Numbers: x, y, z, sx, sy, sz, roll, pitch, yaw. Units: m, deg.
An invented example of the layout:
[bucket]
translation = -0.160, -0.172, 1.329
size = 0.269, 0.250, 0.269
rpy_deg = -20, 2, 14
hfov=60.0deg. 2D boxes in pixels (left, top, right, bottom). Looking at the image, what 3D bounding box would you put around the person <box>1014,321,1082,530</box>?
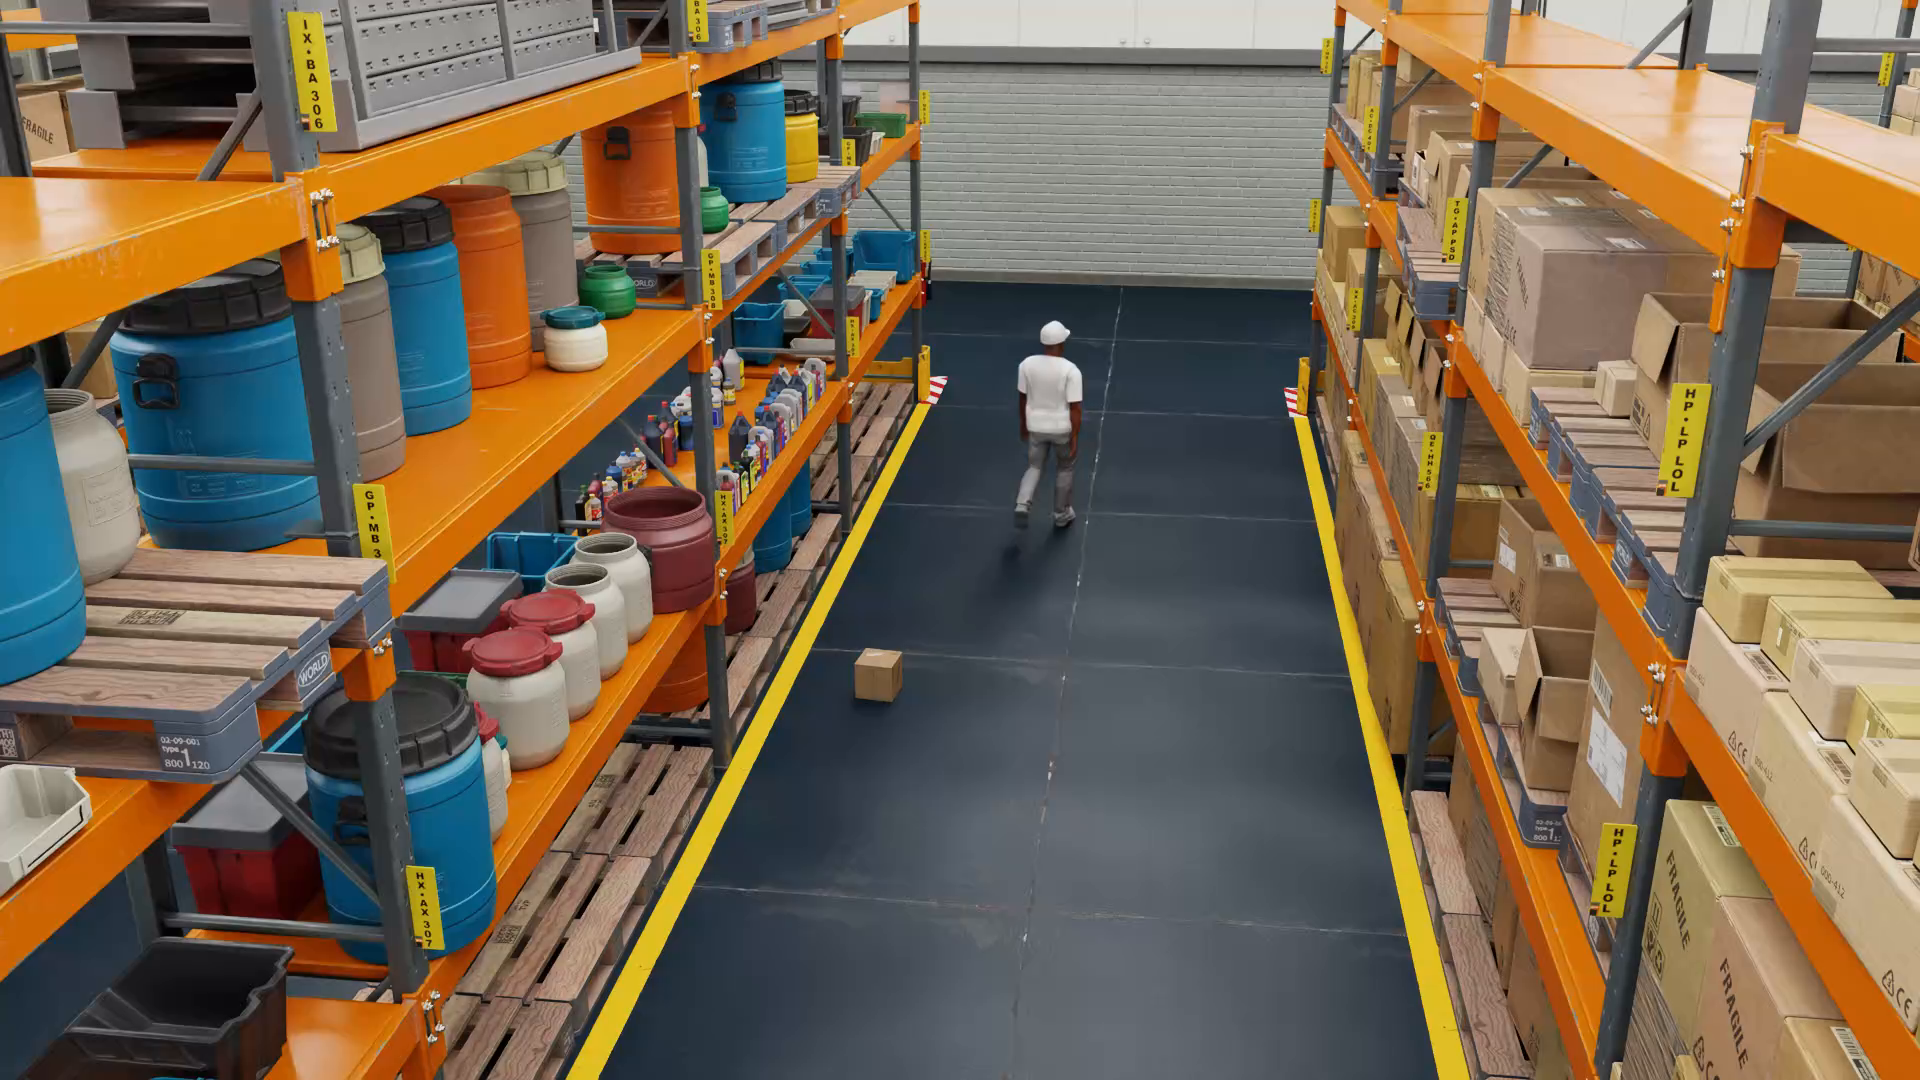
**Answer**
[person]
translation = 0.717, -0.897, 13.343
size = 0.569, 1.743, 0.812
rpy_deg = 8, 23, 21
